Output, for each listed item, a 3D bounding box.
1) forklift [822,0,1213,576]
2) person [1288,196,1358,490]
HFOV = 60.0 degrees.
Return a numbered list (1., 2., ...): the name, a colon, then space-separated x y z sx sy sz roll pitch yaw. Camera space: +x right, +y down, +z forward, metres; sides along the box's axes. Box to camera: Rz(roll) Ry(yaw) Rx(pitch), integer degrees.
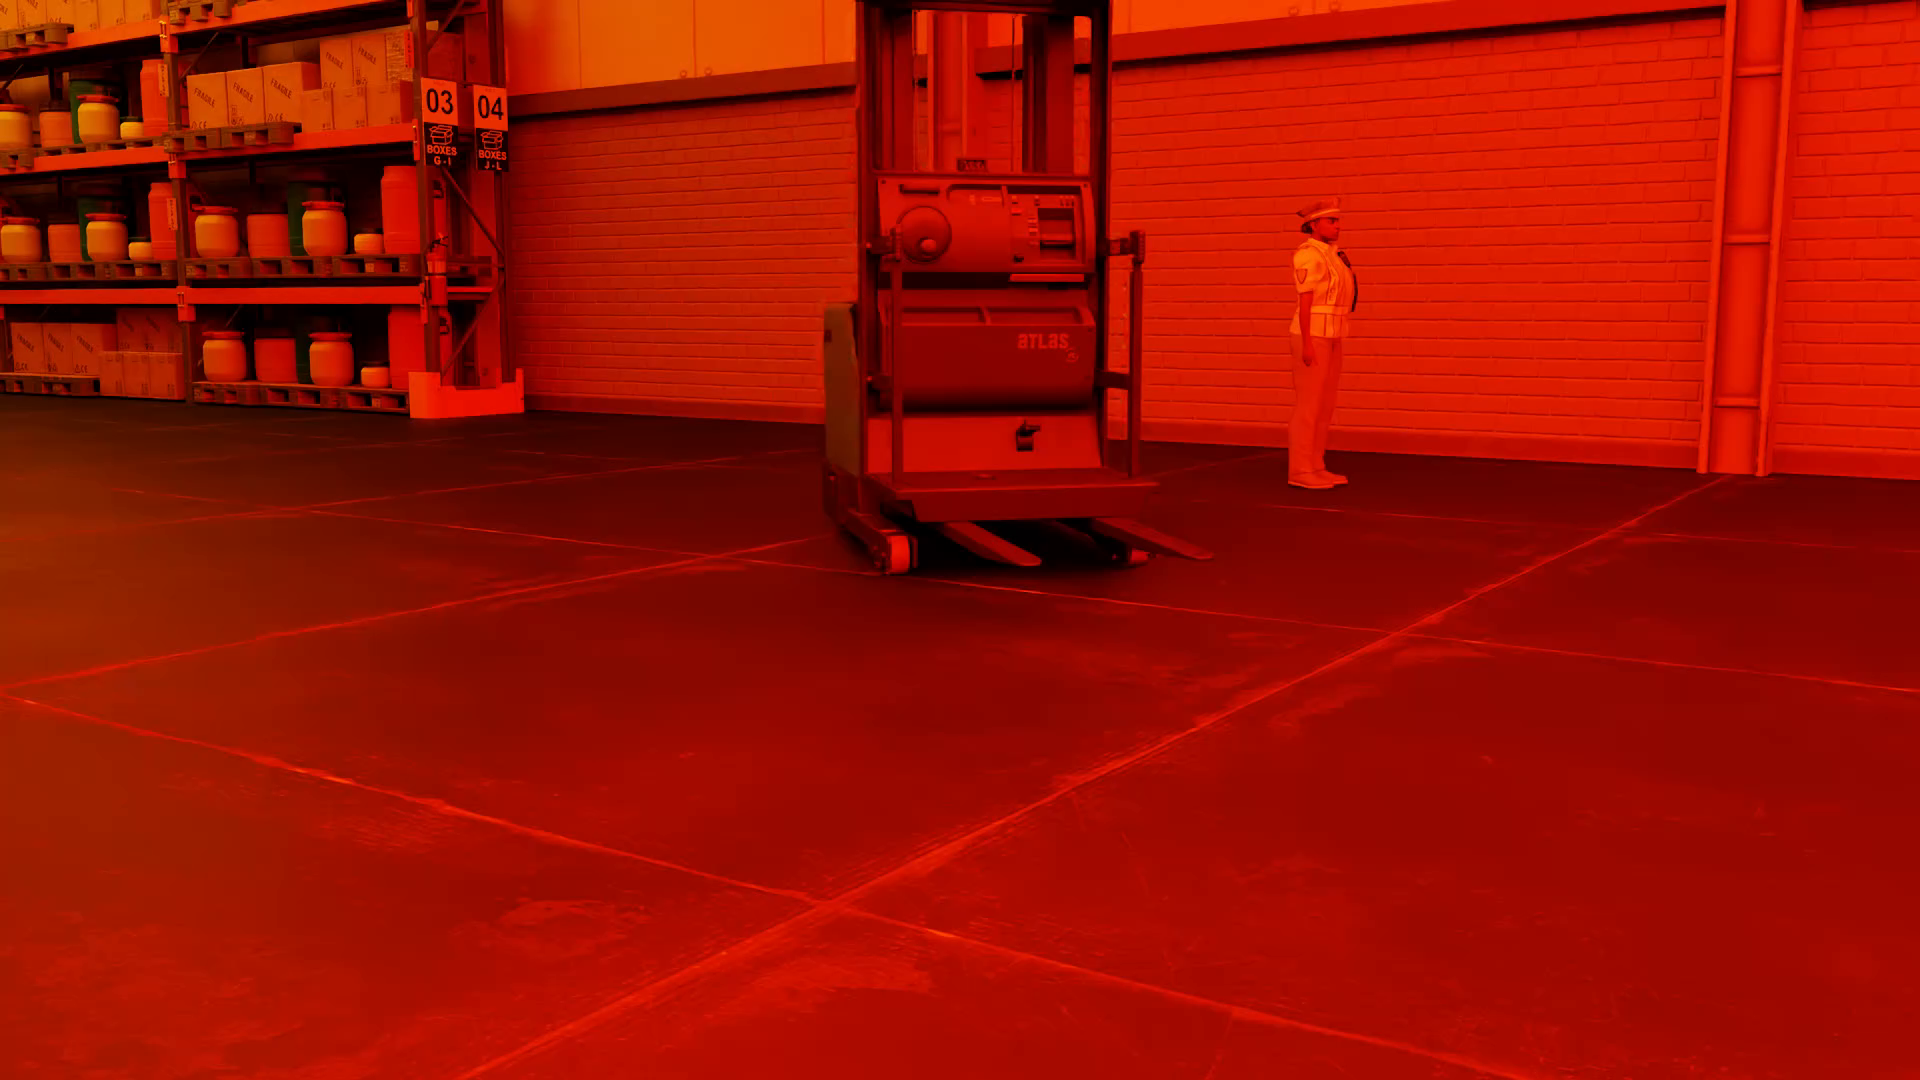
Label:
1. forklift: 0.167 -1.366 6.802 1.130 2.935 3.031 -2 8 -14
2. person: 2.113 -1.158 9.759 0.337 1.691 0.446 5 10 32
